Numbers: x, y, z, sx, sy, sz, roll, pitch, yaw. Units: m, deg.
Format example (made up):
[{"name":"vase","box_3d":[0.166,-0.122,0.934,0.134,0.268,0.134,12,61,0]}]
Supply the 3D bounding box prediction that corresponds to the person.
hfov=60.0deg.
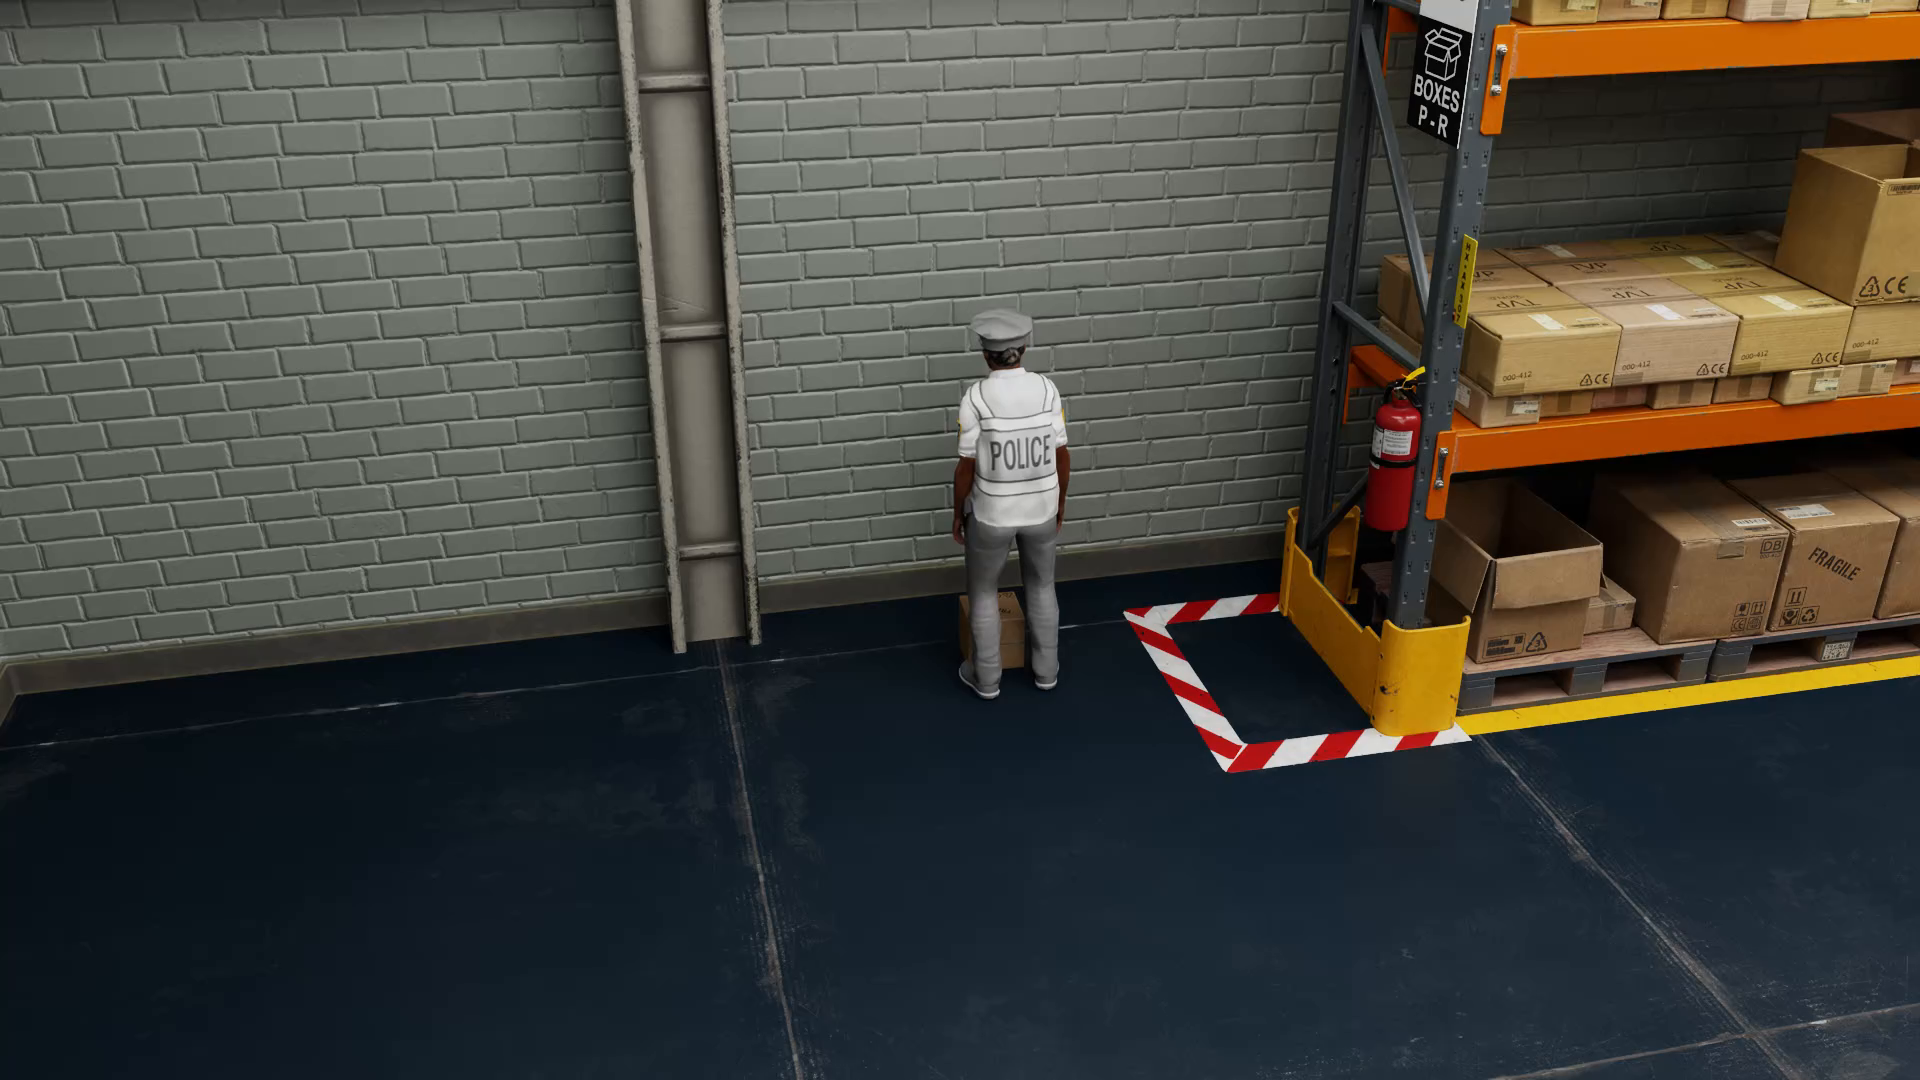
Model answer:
[{"name":"person","box_3d":[0.211,-0.117,6.850,0.507,1.657,0.393,-7,28,-13]}]
